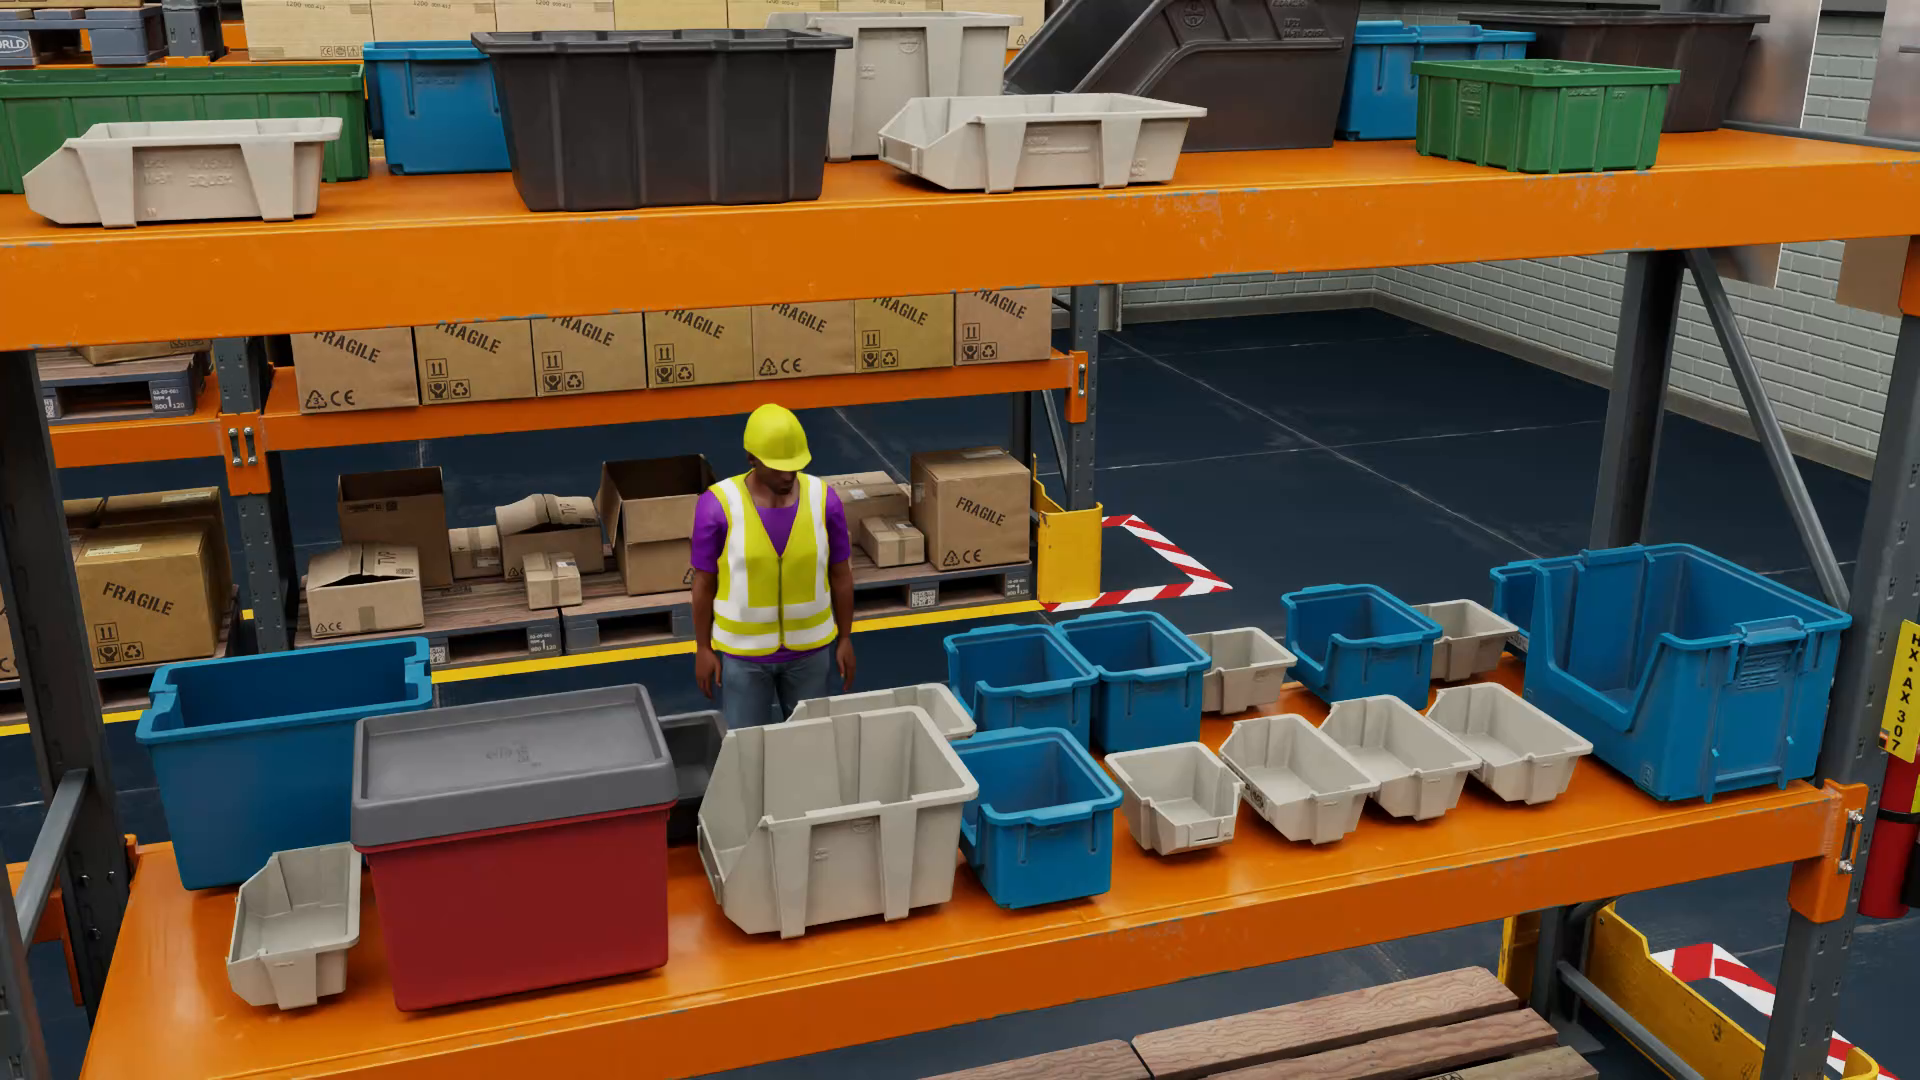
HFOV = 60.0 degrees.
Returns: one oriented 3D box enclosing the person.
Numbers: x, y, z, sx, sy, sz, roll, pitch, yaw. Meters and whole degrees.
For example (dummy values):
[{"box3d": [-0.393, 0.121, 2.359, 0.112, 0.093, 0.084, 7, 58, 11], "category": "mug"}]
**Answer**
[{"box3d": [-0.633, 0.395, 5.838, 0.580, 1.776, 0.450, -6, 20, -17], "category": "person"}]
